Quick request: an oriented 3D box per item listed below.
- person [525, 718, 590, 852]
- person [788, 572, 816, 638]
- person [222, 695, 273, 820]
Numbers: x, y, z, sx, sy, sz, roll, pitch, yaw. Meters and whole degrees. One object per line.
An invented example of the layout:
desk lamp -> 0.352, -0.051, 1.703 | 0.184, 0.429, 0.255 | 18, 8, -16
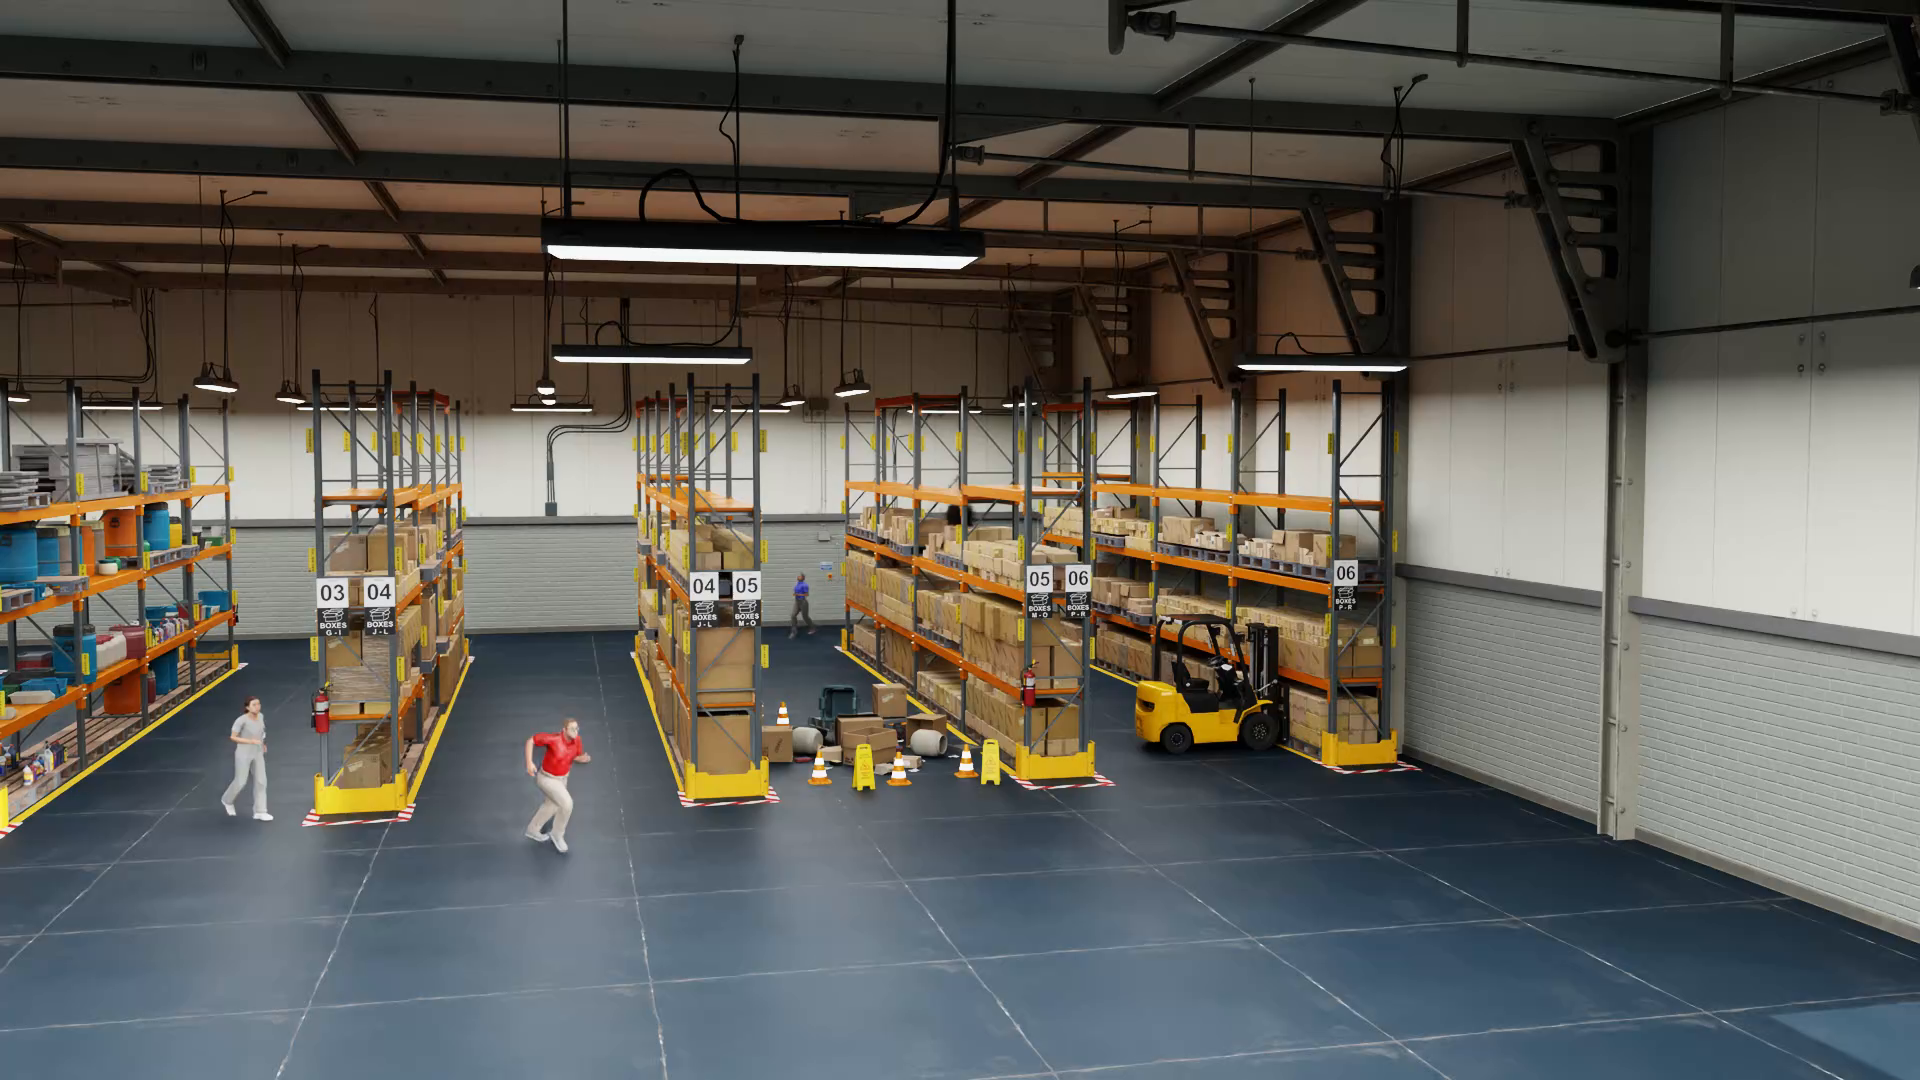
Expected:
person -> -5.008, 3.009, 20.488 | 1.017, 1.677, 0.685 | 2, 4, 29
person -> -4.087, 1.693, 43.050 | 0.577, 1.715, 0.795 | 3, 5, 45
person -> -9.480, 2.877, 22.120 | 0.962, 1.639, 0.555 | 2, 4, 37
